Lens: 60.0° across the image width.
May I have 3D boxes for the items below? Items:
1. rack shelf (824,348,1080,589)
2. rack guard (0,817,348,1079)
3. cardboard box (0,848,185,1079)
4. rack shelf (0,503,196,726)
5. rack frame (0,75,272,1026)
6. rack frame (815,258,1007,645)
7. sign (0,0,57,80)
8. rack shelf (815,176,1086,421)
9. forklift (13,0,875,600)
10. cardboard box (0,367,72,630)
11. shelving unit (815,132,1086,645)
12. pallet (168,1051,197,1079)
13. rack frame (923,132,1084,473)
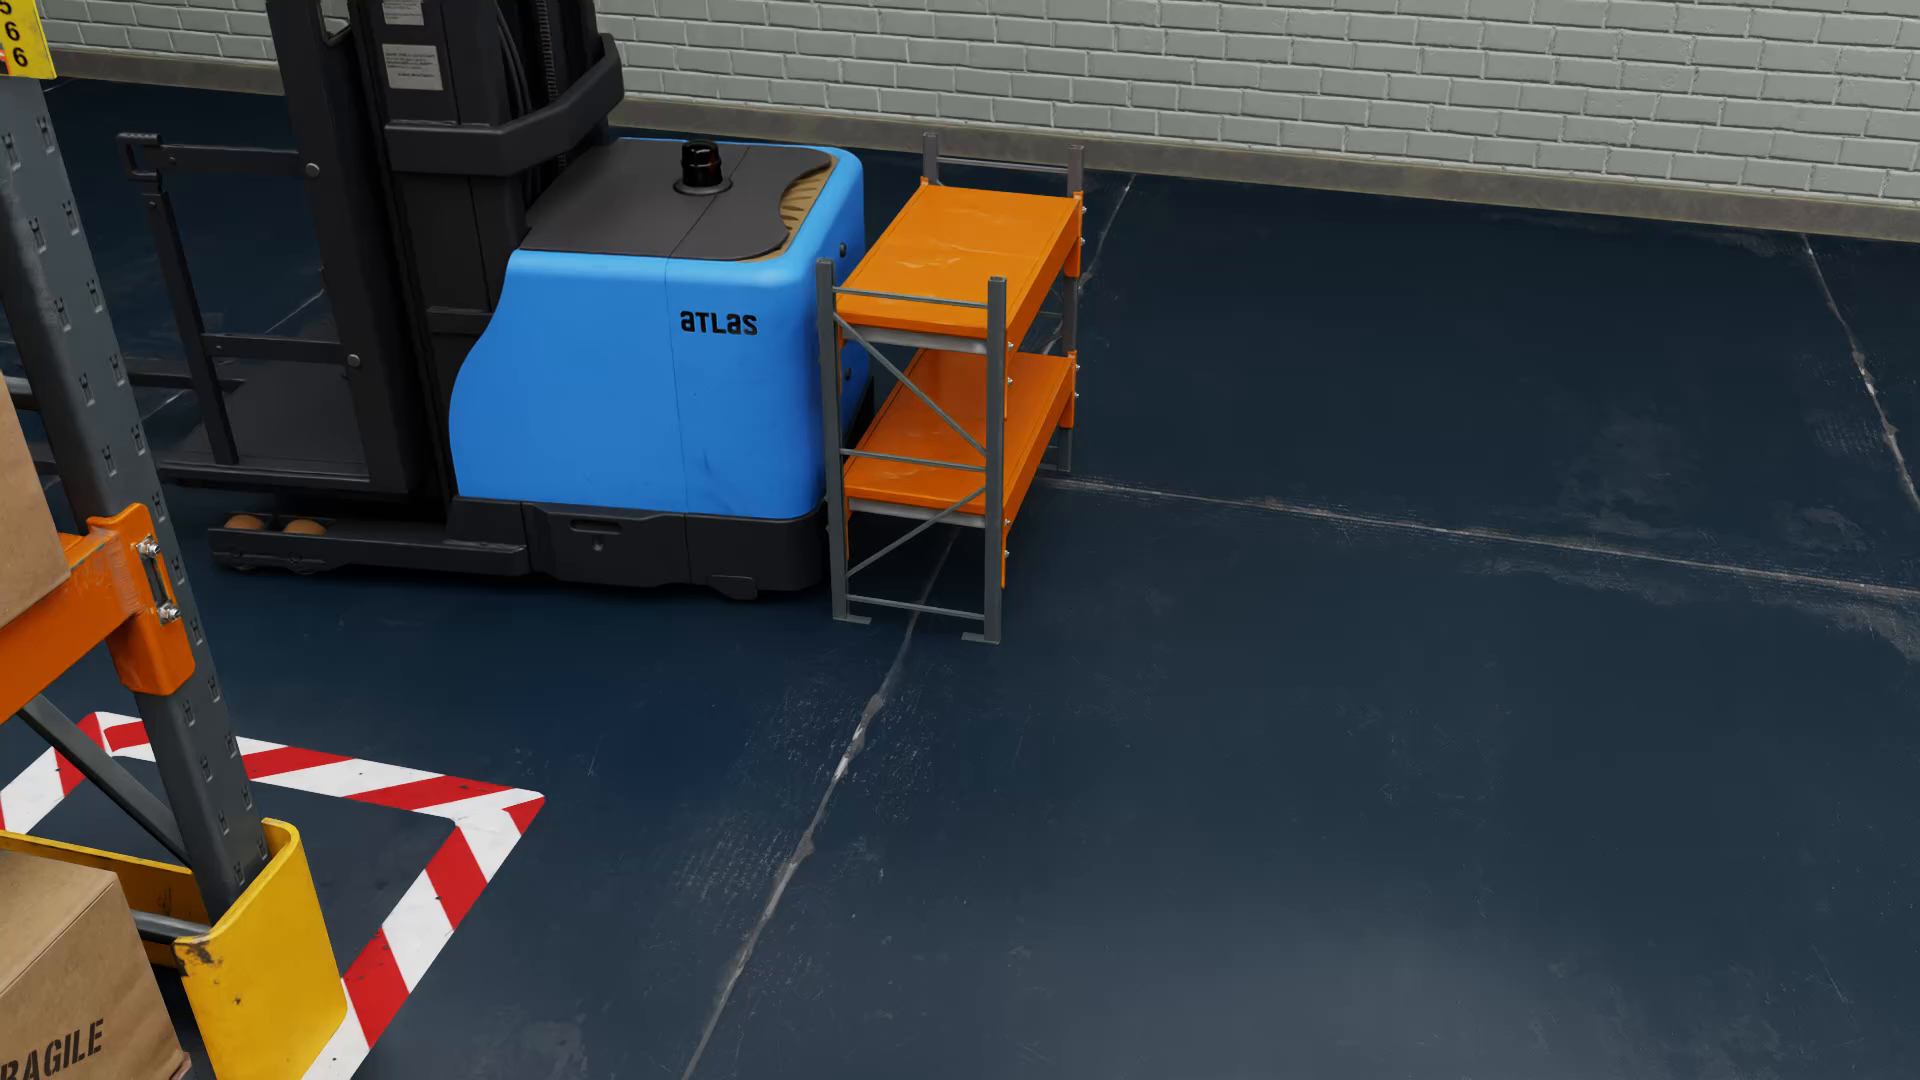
[{"bbox_3d":[0.002,-0.272,5.085,0.538,0.278,1.000,8,33,12],"label":"rack shelf"},{"bbox_3d":[-1.932,0.807,3.514,1.175,0.500,0.348,8,33,12],"label":"rack guard"},{"bbox_3d":[-1.812,0.898,2.962,0.500,0.500,0.500,8,33,12],"label":"cardboard box"},{"bbox_3d":[-2.420,1.054,1.466,1.077,0.370,4.000,8,33,12],"label":"rack shelf"},{"bbox_3d":[-1.912,-0.287,2.906,1.000,3.000,0.127,8,33,12],"label":"rack frame"},{"bbox_3d":[-0.127,-0.214,4.539,0.500,1.125,0.032,8,33,12],"label":"rack frame"},{"bbox_3d":[-1.381,-0.823,2.375,0.100,0.325,0.005,8,33,12],"label":"sign"},{"bbox_3d":[0.002,-0.725,4.797,0.538,0.278,1.000,8,33,12],"label":"rack shelf"},{"bbox_3d":[-1.846,-1.407,4.731,3.031,2.935,1.130,4,33,7],"label":"forklift"},{"bbox_3d":[-1.763,-0.060,2.455,0.500,0.500,0.500,9,34,14],"label":"cardboard box"},{"bbox_3d":[0.002,-0.478,4.954,0.538,1.125,1.048,8,33,12],"label":"shelving unit"},{"bbox_3d":[-2.133,1.343,2.941,1.003,0.211,1.213,8,33,12],"label":"pallet"},{"bbox_3d":[0.131,-0.742,5.369,0.500,1.125,0.032,8,33,12],"label":"rack frame"}]
